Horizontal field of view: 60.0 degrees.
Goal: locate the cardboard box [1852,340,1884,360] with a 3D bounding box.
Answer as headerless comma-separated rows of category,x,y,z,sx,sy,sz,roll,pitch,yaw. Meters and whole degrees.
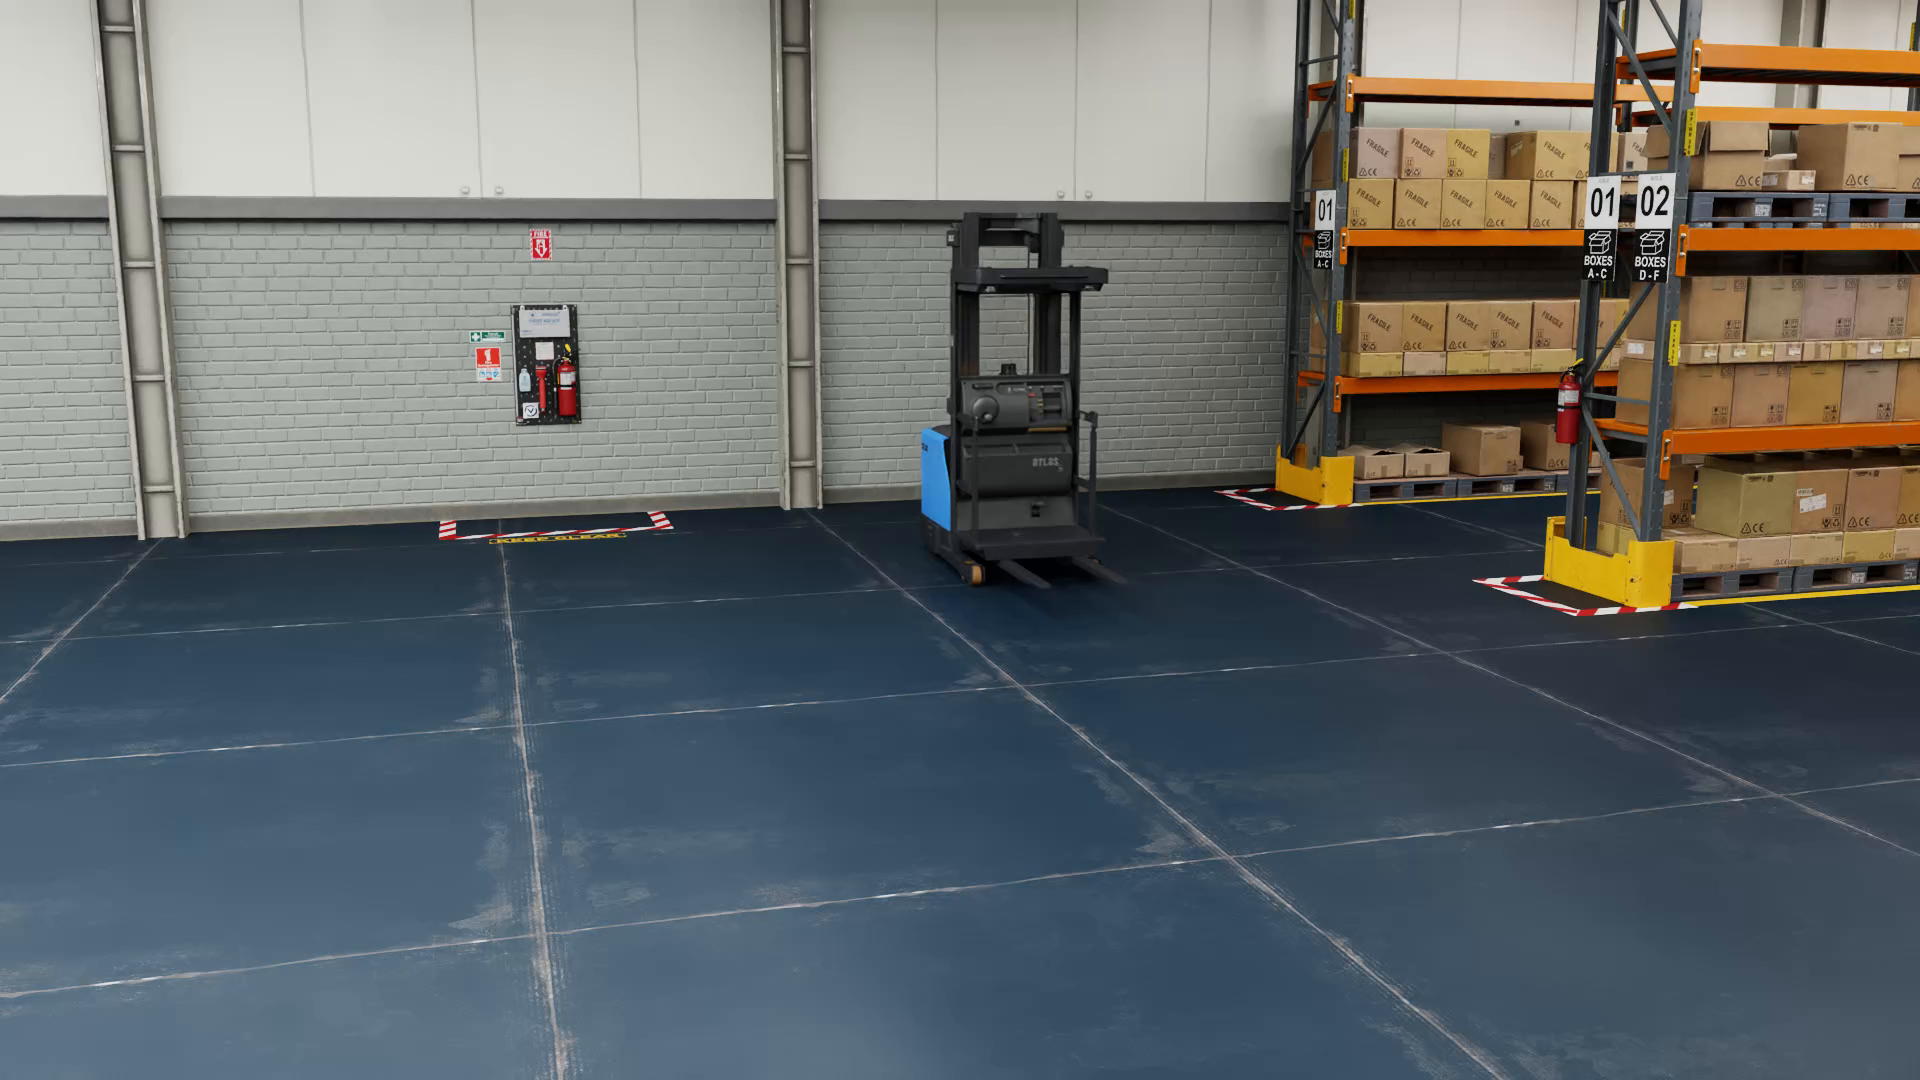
cardboard box,6.999,-1.502,13.059,0.250,0.149,0.380,-3,11,-15

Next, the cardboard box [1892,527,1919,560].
cardboard box,7.584,-0.018,13.497,0.500,0.250,0.500,-3,11,-16

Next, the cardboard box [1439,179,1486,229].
cardboard box,5.112,-3.491,17.311,0.500,0.500,0.500,-2,11,-13

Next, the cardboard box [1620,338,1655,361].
cardboard box,5.400,-1.495,13.017,0.250,0.149,0.380,-3,11,-17

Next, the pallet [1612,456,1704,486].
pallet,8.286,-0.806,19.044,1.213,0.211,1.003,-3,11,-16

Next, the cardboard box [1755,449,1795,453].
cardboard box,9.224,-1.218,19.272,0.500,0.500,0.700,-3,11,-15

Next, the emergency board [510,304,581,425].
emergency board,-4.016,-1.699,16.194,0.643,1.169,0.194,-3,11,-16

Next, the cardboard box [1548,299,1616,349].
cardboard box,6.693,-2.339,17.956,0.500,0.500,0.500,-3,11,-16

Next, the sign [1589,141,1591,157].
sign,4.948,-3.041,12.972,0.005,0.325,0.100,-3,11,-16

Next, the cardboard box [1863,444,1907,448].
cardboard box,10.702,-1.282,19.615,0.500,0.500,0.700,-3,11,-15

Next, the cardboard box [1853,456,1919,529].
cardboard box,7.580,-0.389,13.442,0.500,0.500,0.500,-3,11,-16

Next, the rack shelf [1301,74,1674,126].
rack shelf,5.618,-4.631,17.549,4.000,0.370,1.077,-3,11,-16

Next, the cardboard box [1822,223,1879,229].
cardboard box,10.109,-3.826,19.124,0.637,0.503,0.797,-1,11,-8

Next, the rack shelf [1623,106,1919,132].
rack shelf,9.459,-4.639,18.684,4.000,0.370,1.077,-3,11,-16

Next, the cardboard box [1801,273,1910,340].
cardboard box,7.057,-1.864,13.231,0.500,0.500,0.700,-3,11,-16

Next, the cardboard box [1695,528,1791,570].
cardboard box,6.142,0.057,13.089,0.500,0.250,0.500,-3,11,-16

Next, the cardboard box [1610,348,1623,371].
cardboard box,7.169,-1.997,18.172,0.500,0.250,0.500,-3,11,-16

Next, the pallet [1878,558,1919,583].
pallet,8.151,0.128,13.973,1.213,0.211,1.003,-3,11,-16

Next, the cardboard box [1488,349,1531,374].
cardboard box,5.727,-1.919,17.750,0.500,0.250,0.500,-3,11,-15

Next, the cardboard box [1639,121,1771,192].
cardboard box,5.639,-2.904,12.623,0.637,0.503,0.797,-2,11,-12

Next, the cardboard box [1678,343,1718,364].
cardboard box,5.523,-1.425,12.637,0.250,0.149,0.380,-3,11,-16

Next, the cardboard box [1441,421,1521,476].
cardboard box,5.653,-0.999,18.080,0.500,0.500,0.700,-4,11,-20

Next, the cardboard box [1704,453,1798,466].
cardboard box,6.474,-0.429,13.660,0.500,0.500,0.500,-3,11,-16

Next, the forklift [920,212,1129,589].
forklift,0.524,-1.154,13.422,1.130,2.935,3.031,-3,11,-15

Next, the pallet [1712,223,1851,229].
pallet,9.156,-3.586,18.679,1.003,0.211,1.213,-3,11,-16

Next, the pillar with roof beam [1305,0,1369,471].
pillar with roof beam,5.332,-4.323,13.878,0.400,9.000,9.100,-3,11,-16

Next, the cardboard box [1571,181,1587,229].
cardboard box,6.634,-3.580,17.795,0.500,0.500,0.500,-4,11,-21

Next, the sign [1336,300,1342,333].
sign,3.850,-2.267,16.886,0.005,0.325,0.100,-3,11,-16

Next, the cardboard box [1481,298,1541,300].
cardboard box,6.051,-2.405,18.318,0.500,0.500,0.500,-3,11,-14

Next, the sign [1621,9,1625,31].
sign,7.378,-5.721,18.457,0.005,0.325,0.100,-3,11,-16

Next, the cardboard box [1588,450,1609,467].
cardboard box,7.033,-0.928,18.618,0.250,0.166,0.380,-5,11,-23

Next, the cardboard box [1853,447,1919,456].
cardboard box,7.916,-0.504,14.066,0.500,0.500,0.500,-3,11,-16

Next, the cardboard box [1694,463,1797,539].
cardboard box,6.143,-0.311,13.020,0.500,0.500,0.500,-3,11,-16

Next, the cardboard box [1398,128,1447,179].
cardboard box,4.632,-3.955,17.071,0.500,0.500,0.500,-3,11,-17

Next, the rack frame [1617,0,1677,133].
rack frame,7.539,-5.088,18.033,0.127,3.000,1.000,-3,11,-16

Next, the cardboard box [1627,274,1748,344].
cardboard box,5.589,-1.786,12.805,0.500,0.500,0.700,-3,11,-16

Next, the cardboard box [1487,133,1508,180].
cardboard box,5.524,-4.103,17.875,0.500,0.500,0.500,-3,11,-16

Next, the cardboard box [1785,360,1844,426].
cardboard box,6.519,-1.196,13.187,0.500,0.500,0.700,-3,11,-16

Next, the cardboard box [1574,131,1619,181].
cardboard box,6.607,-4.061,17.648,0.500,0.500,0.500,-2,11,-13

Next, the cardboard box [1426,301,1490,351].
cardboard box,5.216,-2.260,17.531,0.500,0.500,0.500,-3,11,-18

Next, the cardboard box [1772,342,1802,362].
cardboard box,6.259,-1.463,12.847,0.250,0.149,0.380,-3,11,-17

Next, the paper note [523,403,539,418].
paper note,-4.205,-1.269,16.290,0.142,0.148,0.016,-3,11,-16

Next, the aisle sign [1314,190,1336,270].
aisle sign,3.713,-3.158,16.938,0.004,0.787,0.394,-3,11,-16

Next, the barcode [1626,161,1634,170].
barcode,5.241,-2.934,13.015,0.075,0.075,0.001,-3,11,-16

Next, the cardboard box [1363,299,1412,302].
cardboard box,4.577,-2.325,17.880,0.500,0.500,0.500,-3,11,-15

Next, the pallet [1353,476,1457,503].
pallet,4.561,-0.603,17.940,1.213,0.211,1.003,-3,11,-16

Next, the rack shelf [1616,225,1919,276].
rack shelf,7.006,-2.297,13.144,4.000,0.370,1.077,-3,11,-16

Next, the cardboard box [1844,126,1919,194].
cardboard box,7.310,-3.017,13.235,0.637,0.503,0.797,-2,11,-10

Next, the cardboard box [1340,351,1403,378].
cardboard box,4.255,-1.841,17.323,0.500,0.250,0.500,-3,11,-18

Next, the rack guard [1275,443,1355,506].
rack guard,3.771,-0.710,17.724,0.348,0.500,1.175,-3,11,-16

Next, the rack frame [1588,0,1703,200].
rack frame,5.086,-4.025,12.257,0.127,3.000,1.000,-3,11,-16

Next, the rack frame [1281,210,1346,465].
rack frame,3.698,-1.935,17.477,0.127,3.000,1.000,-3,11,-16

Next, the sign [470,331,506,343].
sign,-4.569,-1.966,16.081,0.331,0.109,0.001,-3,11,-16
